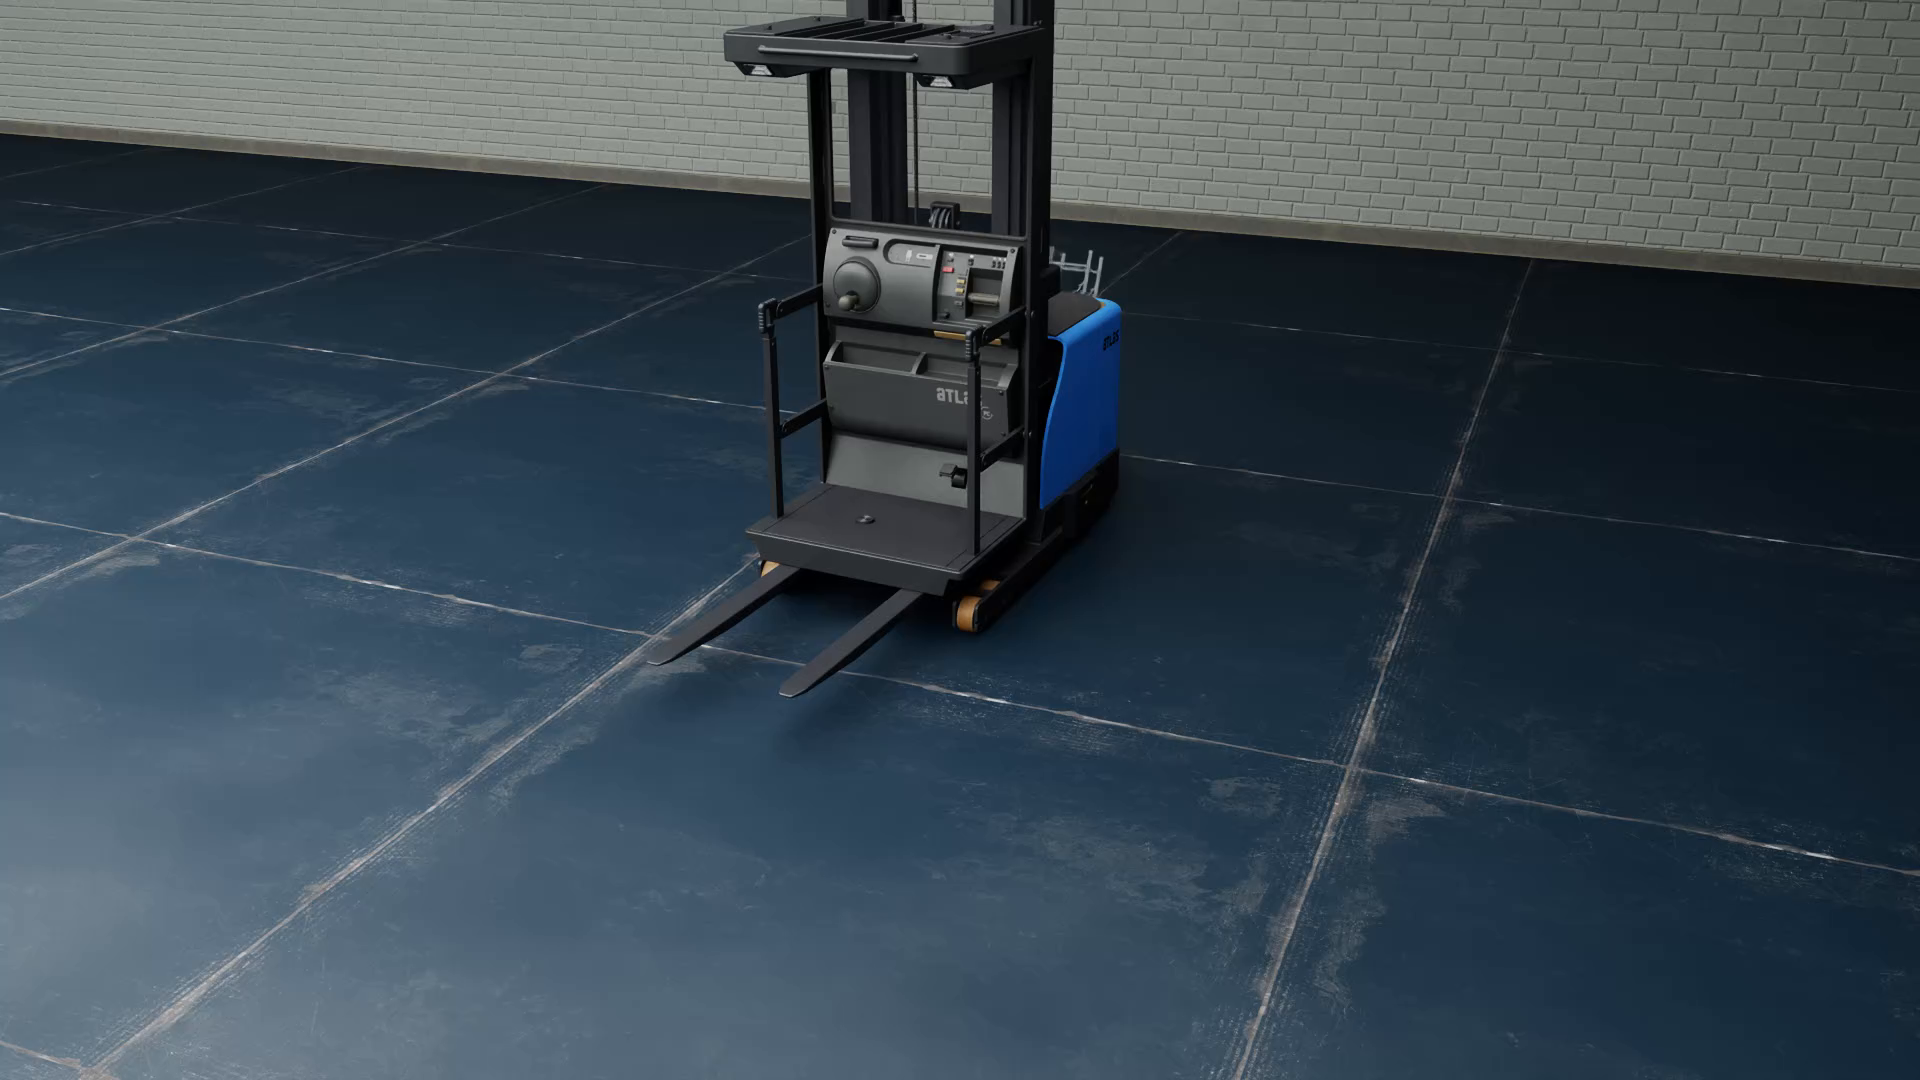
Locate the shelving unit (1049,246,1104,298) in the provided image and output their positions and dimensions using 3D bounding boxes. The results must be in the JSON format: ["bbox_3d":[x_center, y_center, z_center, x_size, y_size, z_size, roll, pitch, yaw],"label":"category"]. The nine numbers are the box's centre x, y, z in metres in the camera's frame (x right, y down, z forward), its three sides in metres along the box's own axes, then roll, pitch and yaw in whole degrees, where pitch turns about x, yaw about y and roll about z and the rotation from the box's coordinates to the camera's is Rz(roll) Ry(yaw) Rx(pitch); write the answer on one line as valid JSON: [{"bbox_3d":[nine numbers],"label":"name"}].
[{"bbox_3d":[0.540,-0.972,9.044,0.258,1.200,0.189,10,2,23],"label":"shelving unit"}]

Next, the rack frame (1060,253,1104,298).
[{"bbox_3d":[0.575,-0.969,9.129,0.240,1.200,0.006,10,2,23],"label":"rack frame"}]

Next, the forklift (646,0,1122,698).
[{"bbox_3d":[-0.272,-1.137,7.168,1.130,2.935,3.031,11,25,24],"label":"forklift"}]

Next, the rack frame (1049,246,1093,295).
[{"bbox_3d":[0.504,-0.975,8.960,0.240,1.200,0.006,10,2,23],"label":"rack frame"}]
